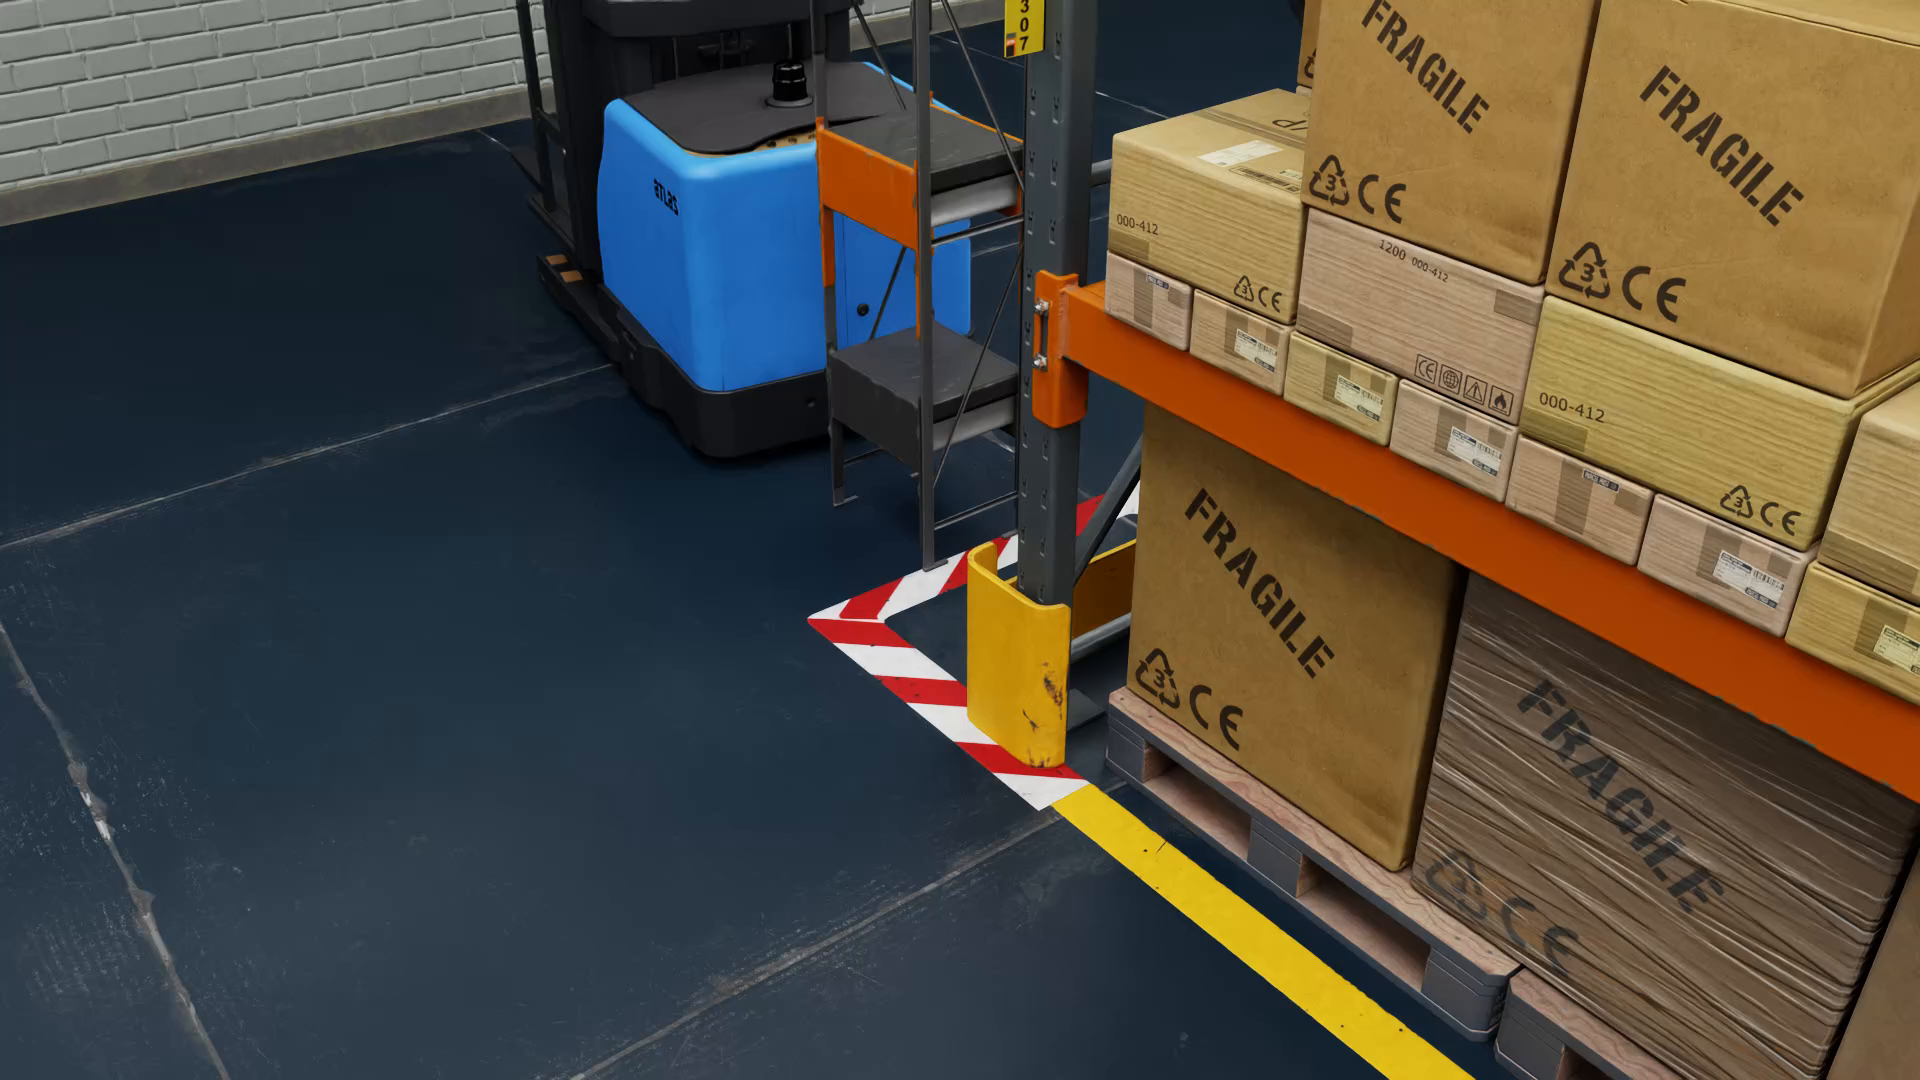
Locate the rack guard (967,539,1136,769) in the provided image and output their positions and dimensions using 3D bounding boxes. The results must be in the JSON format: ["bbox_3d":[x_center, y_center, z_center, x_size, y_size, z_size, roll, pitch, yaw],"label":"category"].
[{"bbox_3d":[0.559,0.133,4.561,1.175,0.500,0.348,-22,38,-31],"label":"rack guard"}]

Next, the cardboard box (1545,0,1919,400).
[{"bbox_3d":[1.284,-0.590,2.506,0.500,0.500,0.500,-23,39,-33],"label":"cardboard box"}]

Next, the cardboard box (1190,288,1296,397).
[{"bbox_3d":[0.689,-0.451,3.371,0.380,0.149,0.250,-23,38,-32],"label":"cardboard box"}]

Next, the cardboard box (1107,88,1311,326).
[{"bbox_3d":[0.655,-0.694,3.384,0.500,0.250,0.500,-23,39,-33],"label":"cardboard box"}]

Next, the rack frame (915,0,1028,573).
[{"bbox_3d":[0.048,-0.859,4.643,0.400,2.100,0.015,-22,38,-31],"label":"rack frame"}]

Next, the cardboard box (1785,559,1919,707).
[{"bbox_3d":[1.475,0.084,2.511,0.380,0.149,0.250,-23,39,-33],"label":"cardboard box"}]

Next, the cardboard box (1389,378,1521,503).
[{"bbox_3d":[1.008,-0.236,3.025,0.380,0.149,0.250,-23,39,-32],"label":"cardboard box"}]

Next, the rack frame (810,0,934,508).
[{"bbox_3d":[-0.251,-1.063,4.971,0.400,2.100,0.015,-22,38,-31],"label":"rack frame"}]

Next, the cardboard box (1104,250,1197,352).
[{"bbox_3d":[0.531,-0.557,3.542,0.380,0.149,0.250,-22,38,-31],"label":"cardboard box"}]

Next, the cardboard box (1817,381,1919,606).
[{"bbox_3d":[1.608,-0.053,2.352,0.500,0.250,0.500,-23,39,-32],"label":"cardboard box"}]

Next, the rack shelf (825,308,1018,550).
[{"bbox_3d":[-0.102,-0.355,5.184,0.431,0.518,0.480,-22,38,-31],"label":"rack shelf"}]

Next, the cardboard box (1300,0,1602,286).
[{"bbox_3d":[0.962,-0.804,2.851,0.500,0.500,0.500,-23,39,-32],"label":"cardboard box"}]

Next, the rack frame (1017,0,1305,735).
[{"bbox_3d":[0.574,-0.918,3.886,1.000,3.000,0.127,-22,38,-31],"label":"rack frame"}]

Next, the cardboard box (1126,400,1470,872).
[{"bbox_3d":[1.030,0.047,3.948,0.875,0.875,0.875,-22,38,-31],"label":"cardboard box"}]

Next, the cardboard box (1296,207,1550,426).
[{"bbox_3d":[0.979,-0.479,3.039,0.500,0.250,0.500,-23,38,-32],"label":"cardboard box"}]

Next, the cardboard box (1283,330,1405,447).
[{"bbox_3d":[0.847,-0.344,3.199,0.380,0.149,0.250,-23,39,-32],"label":"cardboard box"}]

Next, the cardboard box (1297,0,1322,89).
[{"bbox_3d":[1.080,-1.182,3.459,0.500,0.500,0.500,-22,38,-31],"label":"cardboard box"}]

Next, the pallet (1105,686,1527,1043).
[{"bbox_3d":[1.126,0.574,4.126,1.003,0.211,1.213,-22,38,-31],"label":"pallet"}]

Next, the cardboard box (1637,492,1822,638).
[{"bbox_3d":[1.321,-0.022,2.680,0.380,0.149,0.250,-23,38,-32],"label":"cardboard box"}]

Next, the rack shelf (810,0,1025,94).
[{"bbox_3d":[-0.102,-1.544,4.445,0.431,0.518,0.480,-22,38,-31],"label":"rack shelf"}]

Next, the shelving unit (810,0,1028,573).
[{"bbox_3d":[-0.102,-0.961,4.807,0.431,2.100,0.503,-22,38,-31],"label":"shelving unit"}]

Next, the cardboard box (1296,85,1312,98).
[{"bbox_3d":[1.081,-0.865,3.660,0.500,0.250,0.500,-23,39,-32],"label":"cardboard box"}]

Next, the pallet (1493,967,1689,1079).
[{"bbox_3d":[1.870,1.082,3.308,1.003,0.211,1.213,-22,38,-31],"label":"pallet"}]

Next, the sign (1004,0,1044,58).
[{"bbox_3d":[0.132,-1.143,3.351,0.100,0.325,0.005,-22,38,-31],"label":"sign"}]

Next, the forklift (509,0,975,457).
[{"bbox_3d":[-1.092,-2.273,6.132,1.130,2.935,3.031,-16,35,-24],"label":"forklift"}]

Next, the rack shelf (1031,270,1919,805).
[{"bbox_3d":[1.800,0.221,2.734,1.077,0.370,4.000,-22,38,-31],"label":"rack shelf"}]

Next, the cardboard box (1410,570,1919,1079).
[{"bbox_3d":[1.588,0.426,3.337,0.875,0.875,0.875,-22,38,-31],"label":"cardboard box"}]

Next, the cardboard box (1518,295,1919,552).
[{"bbox_3d":[1.284,-0.269,2.700,0.500,0.250,0.500,-24,39,-33],"label":"cardboard box"}]

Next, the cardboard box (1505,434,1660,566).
[{"bbox_3d":[1.163,-0.129,2.853,0.380,0.149,0.250,-23,39,-32],"label":"cardboard box"}]

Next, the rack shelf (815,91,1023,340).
[{"bbox_3d":[-0.102,-0.949,4.814,0.431,0.518,0.480,-22,38,-31],"label":"rack shelf"}]
